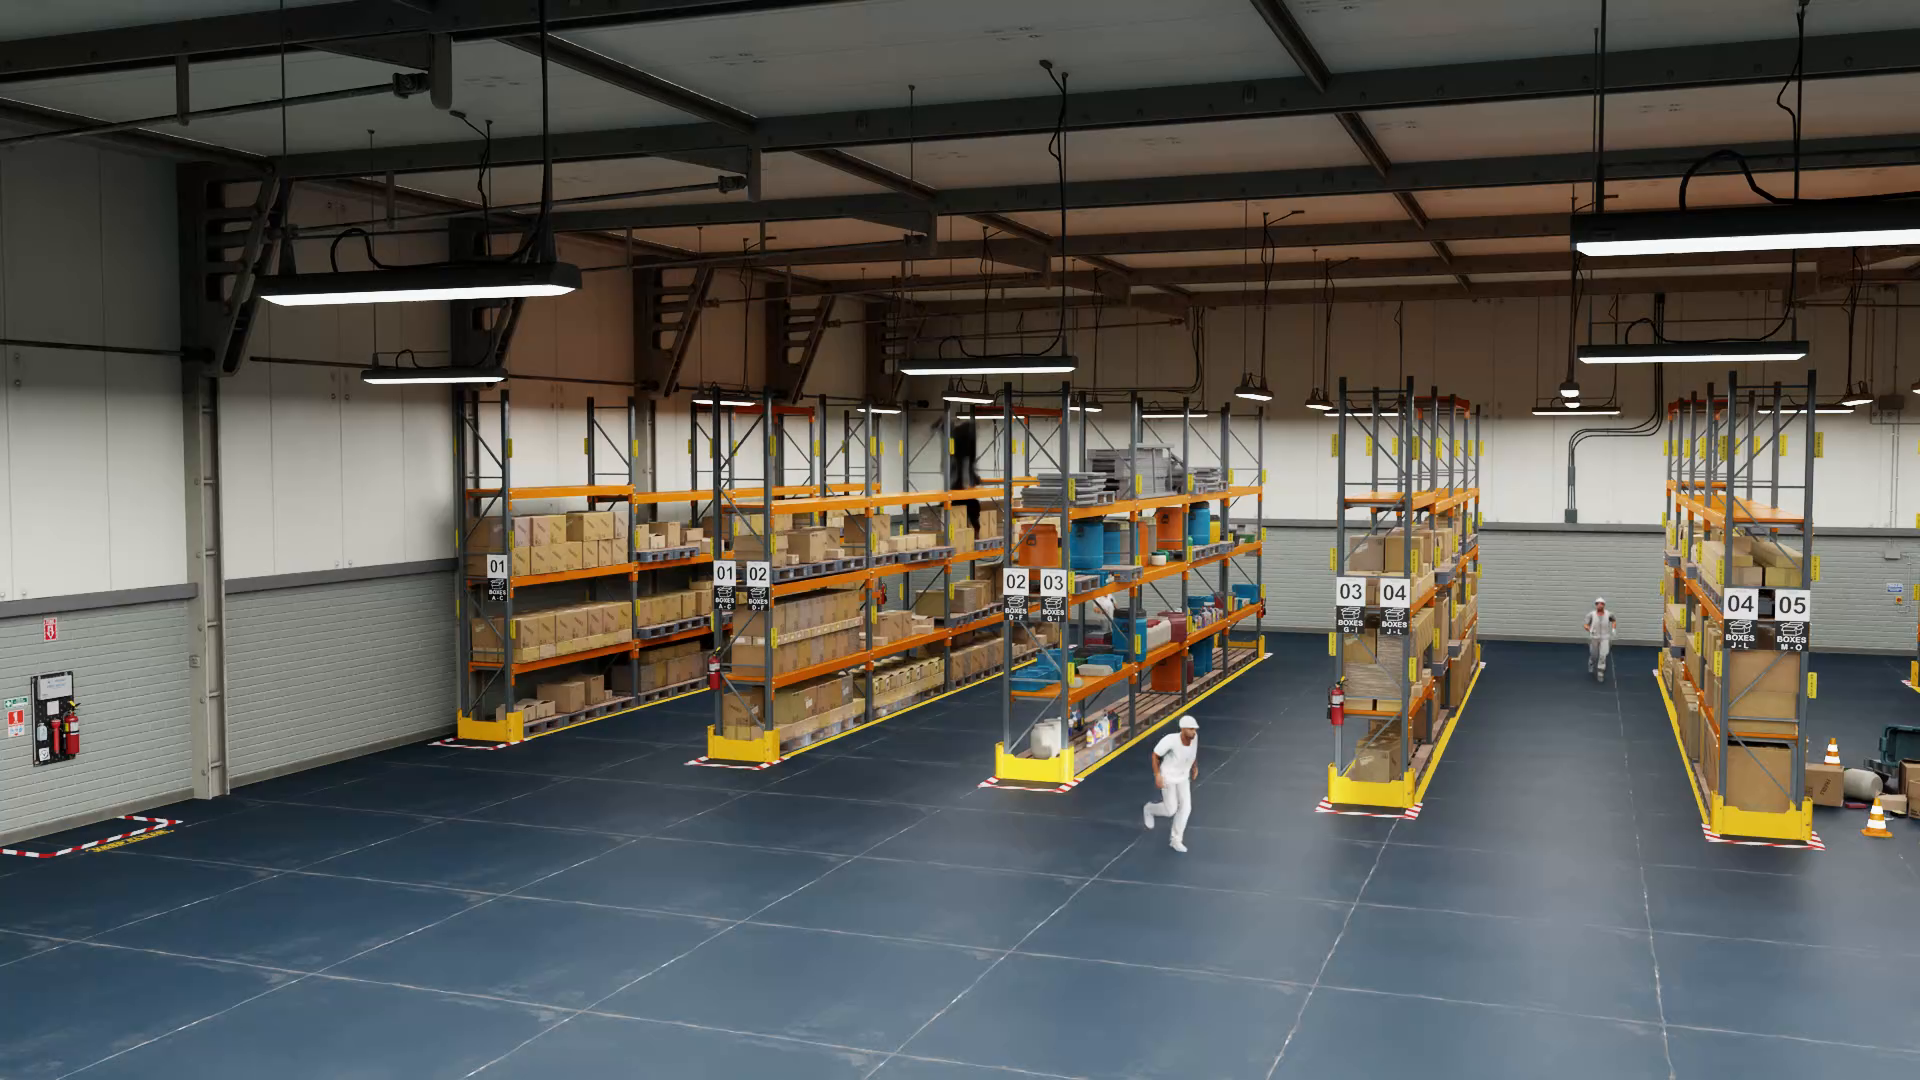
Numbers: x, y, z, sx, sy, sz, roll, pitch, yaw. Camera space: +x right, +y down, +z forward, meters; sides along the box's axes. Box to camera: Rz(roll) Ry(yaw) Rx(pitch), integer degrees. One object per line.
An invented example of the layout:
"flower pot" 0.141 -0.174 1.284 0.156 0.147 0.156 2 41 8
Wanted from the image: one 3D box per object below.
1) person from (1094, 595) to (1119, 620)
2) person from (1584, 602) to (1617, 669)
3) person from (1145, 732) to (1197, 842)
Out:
"person" 3.605 1.961 40.927 0.647 1.613 0.784 -1 3 -9
"person" 13.773 2.032 35.766 0.667 1.464 0.645 1 3 17
"person" 2.635 3.083 20.976 0.436 1.407 0.722 -3 4 -39
